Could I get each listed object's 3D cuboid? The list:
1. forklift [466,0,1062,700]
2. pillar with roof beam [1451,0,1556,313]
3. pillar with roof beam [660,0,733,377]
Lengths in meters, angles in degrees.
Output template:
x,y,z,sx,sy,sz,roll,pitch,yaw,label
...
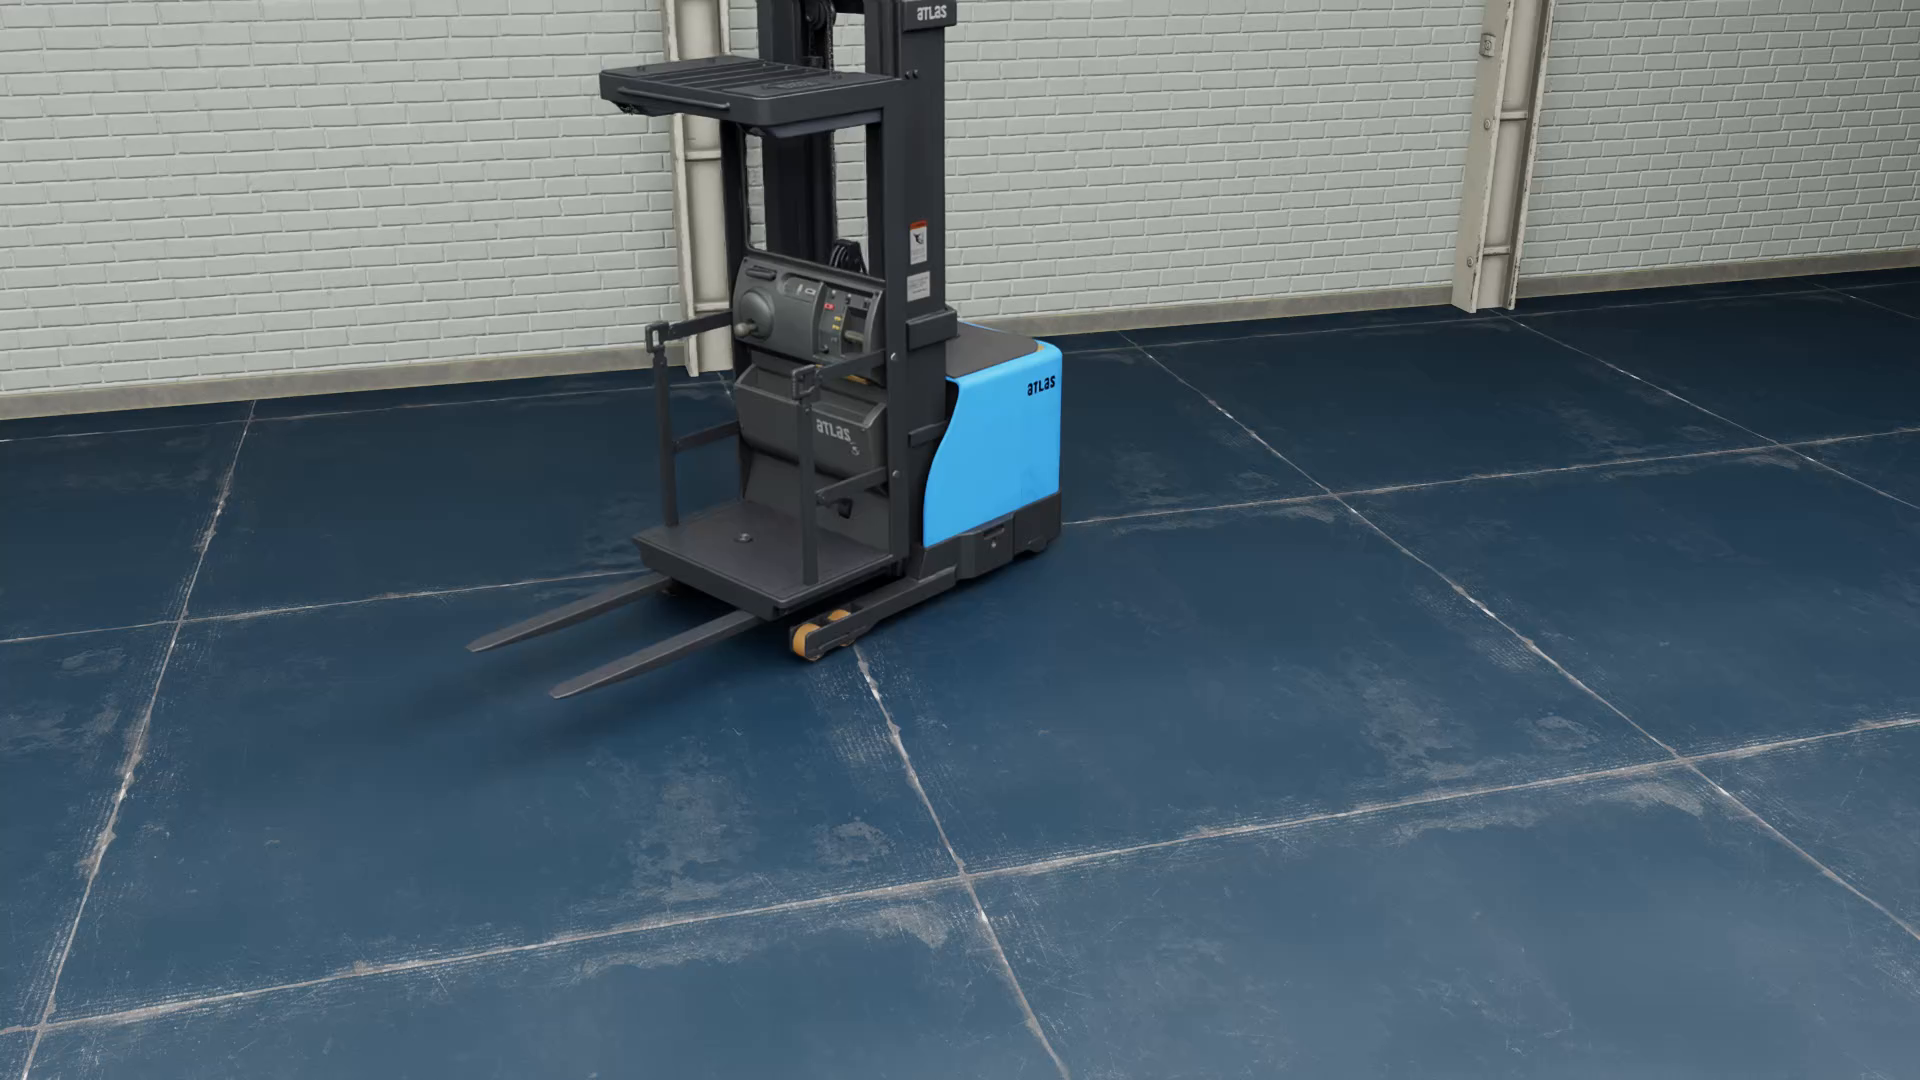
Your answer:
x,y,z,sx,sy,sz,roll,pitch,yaw,label
-0.845,-1.030,7.434,1.130,2.935,3.031,20,30,39,forklift
5.249,-4.335,7.441,0.400,9.000,9.100,-6,24,-14,pillar with roof beam
-0.528,-3.696,5.951,0.400,9.000,9.100,-6,24,-14,pillar with roof beam
